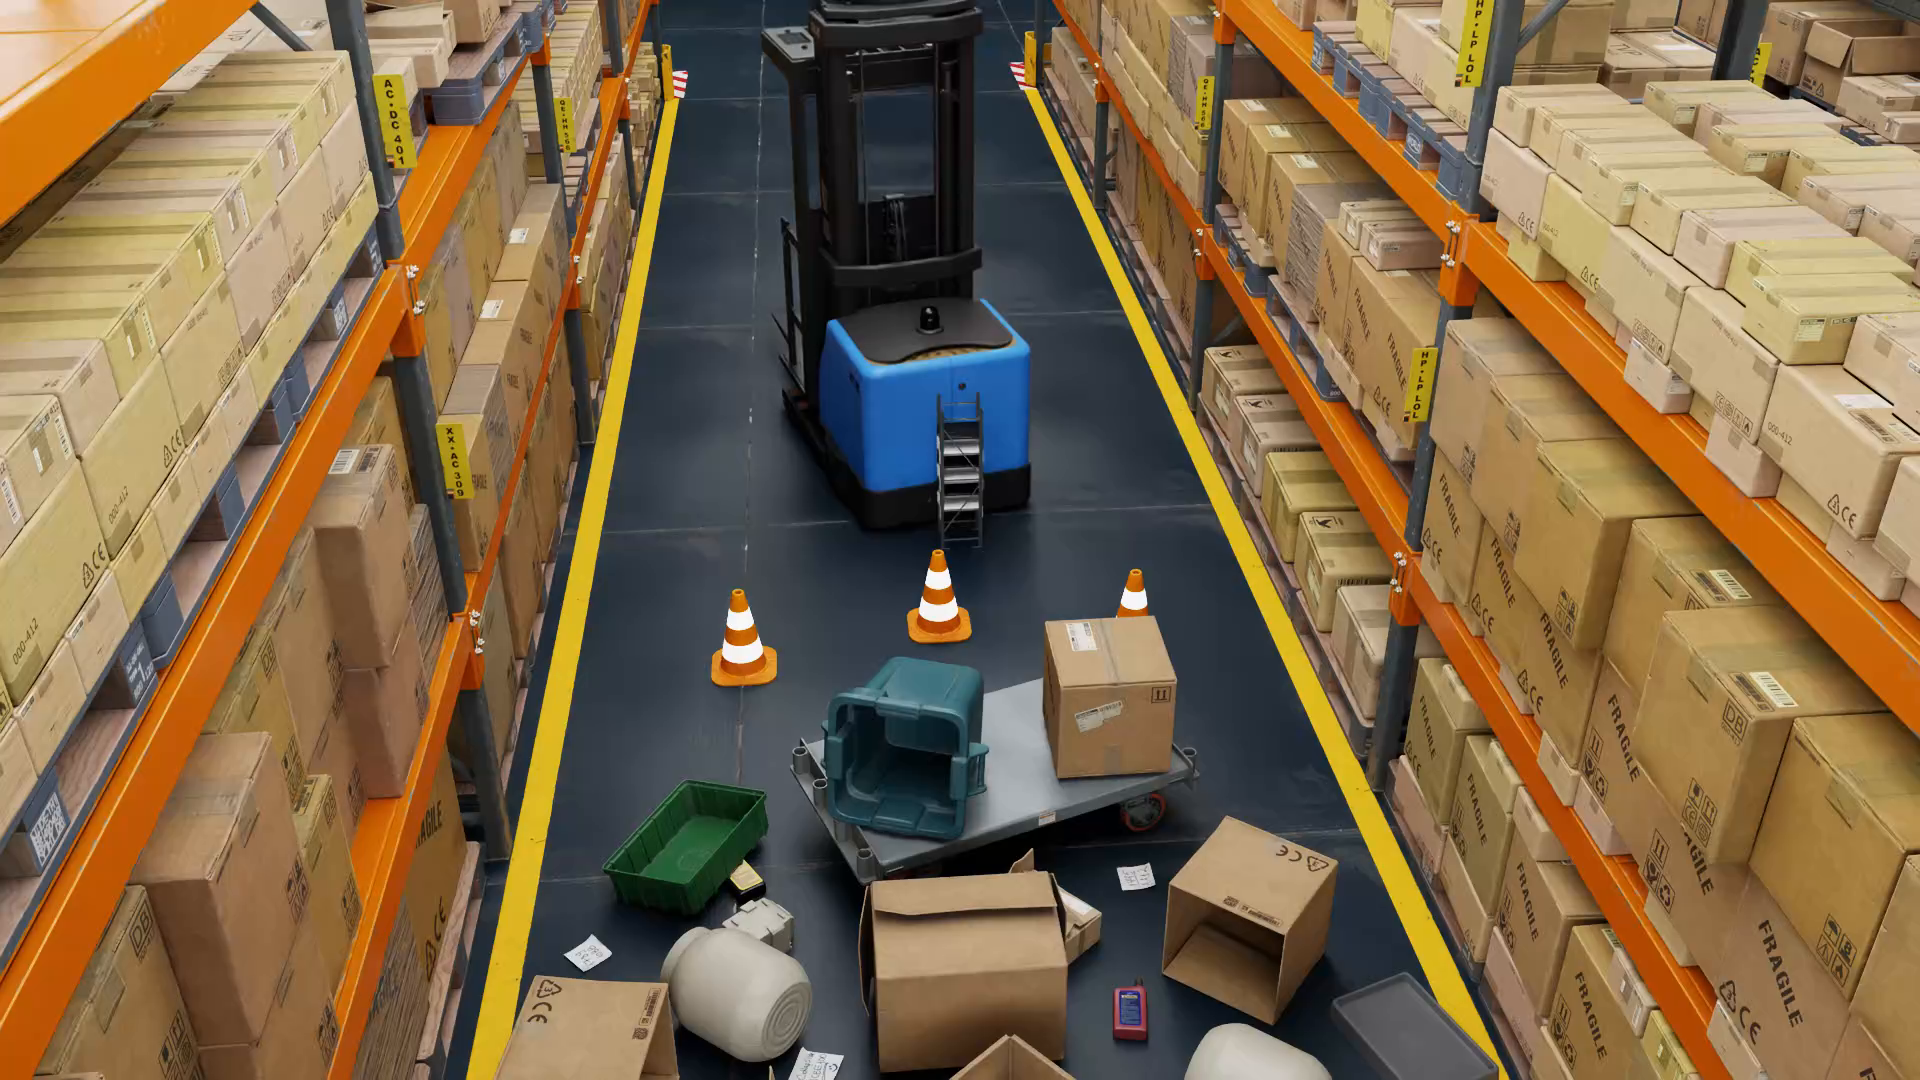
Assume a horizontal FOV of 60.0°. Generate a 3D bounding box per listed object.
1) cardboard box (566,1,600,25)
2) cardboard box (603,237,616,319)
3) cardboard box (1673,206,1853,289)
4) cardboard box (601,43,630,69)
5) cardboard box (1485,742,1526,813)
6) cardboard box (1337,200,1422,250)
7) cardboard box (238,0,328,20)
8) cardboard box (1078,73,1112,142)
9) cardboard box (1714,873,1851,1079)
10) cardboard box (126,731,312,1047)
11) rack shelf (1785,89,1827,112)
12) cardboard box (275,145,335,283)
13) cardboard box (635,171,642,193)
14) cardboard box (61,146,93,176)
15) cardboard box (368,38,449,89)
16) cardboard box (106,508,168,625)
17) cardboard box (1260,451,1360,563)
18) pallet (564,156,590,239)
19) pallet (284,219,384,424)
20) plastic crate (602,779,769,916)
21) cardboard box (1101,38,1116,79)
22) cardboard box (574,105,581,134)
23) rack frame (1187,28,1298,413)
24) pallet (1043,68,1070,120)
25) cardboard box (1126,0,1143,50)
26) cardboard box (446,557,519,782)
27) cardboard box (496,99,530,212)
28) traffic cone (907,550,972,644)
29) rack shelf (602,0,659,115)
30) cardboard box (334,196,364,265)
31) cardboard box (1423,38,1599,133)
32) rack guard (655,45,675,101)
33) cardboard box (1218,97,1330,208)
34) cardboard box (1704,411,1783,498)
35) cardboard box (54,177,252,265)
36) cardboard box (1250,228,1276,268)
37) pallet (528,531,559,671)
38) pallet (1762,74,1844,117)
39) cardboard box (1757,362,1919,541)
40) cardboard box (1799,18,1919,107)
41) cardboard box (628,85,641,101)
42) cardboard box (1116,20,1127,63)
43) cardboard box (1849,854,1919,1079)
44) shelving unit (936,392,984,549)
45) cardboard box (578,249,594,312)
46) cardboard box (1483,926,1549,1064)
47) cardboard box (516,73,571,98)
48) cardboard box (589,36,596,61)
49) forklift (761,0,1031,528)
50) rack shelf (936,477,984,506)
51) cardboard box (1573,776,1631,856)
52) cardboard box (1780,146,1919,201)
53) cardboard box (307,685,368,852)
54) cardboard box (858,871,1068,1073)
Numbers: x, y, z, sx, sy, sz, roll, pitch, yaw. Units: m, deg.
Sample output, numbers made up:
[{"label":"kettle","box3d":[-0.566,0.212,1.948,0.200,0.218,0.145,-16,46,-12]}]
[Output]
[{"label":"cardboard box","box3d":[-3.014,-4.086,12.922,0.380,0.149,0.250,-1,31,-2]},{"label":"cardboard box","box3d":[-2.788,-1.911,12.052,0.500,0.500,0.500,-4,31,-6]},{"label":"cardboard box","box3d":[2.301,-0.842,4.777,0.380,0.149,0.250,-3,31,-5]},{"label":"cardboard box","box3d":[-2.947,-4.007,13.778,0.380,0.149,0.250,-2,31,-3]},{"label":"cardboard box","box3d":[2.208,0.884,6.252,0.380,0.149,0.250,-2,31,-3]},{"label":"cardboard box","box3d":[2.026,-1.503,7.911,0.380,0.149,0.250,-4,31,-7]},{"label":"cardboard box","box3d":[-2.882,-2.227,7.208,0.500,0.311,0.500,-4,31,-6]},{"label":"cardboard box","box3d":[1.637,-4.106,15.788,0.875,0.438,0.875,-4,31,-6]},{"label":"cardboard box","box3d":[2.427,1.193,4.440,0.500,0.500,0.500,-3,31,-4]},{"label":"cardboard box","box3d":[-2.182,0.884,4.145,0.875,0.550,0.550,-3,31,-5]},{"label":"rack shelf","box3d":[6.801,-3.153,12.805,1.077,0.370,4.000,-3,31,-5]},{"label":"cardboard box","box3d":[-2.150,-0.947,4.834,0.500,0.250,0.500,-3,31,-5]},{"label":"cardboard box","box3d":[-2.960,-3.112,14.405,0.380,0.149,0.250,-4,31,-7]},{"label":"cardboard box","box3d":[-2.755,-1.154,4.791,0.380,0.149,0.250,-3,31,-5]},{"label":"cardboard box","box3d":[-2.371,-2.001,6.987,0.380,0.149,0.250,-3,31,-5]},{"label":"cardboard box","box3d":[-1.933,0.063,3.532,0.380,0.149,0.250,-3,31,-4]},{"label":"cardboard box","box3d":[2.231,-0.200,9.313,0.950,0.372,0.625,-2,31,-3]},{"label":"pallet","box3d":[-3.045,-2.188,10.676,1.213,0.211,1.003,-3,31,-5]},{"label":"pallet","box3d":[-2.433,-0.701,5.160,1.003,0.211,1.213,-3,31,-5]},{"label":"plastic crate","box3d":[-1.178,1.339,7.270,0.450,0.188,0.662,4,30,26]},{"label":"cardboard box","box3d":[1.451,-3.941,13.569,0.500,0.250,0.500,-3,31,-6]},{"label":"cardboard box","box3d":[-2.839,-2.899,11.514,0.380,0.149,0.250,-2,31,-4]},{"label":"rack frame","box3d":[2.046,-2.201,10.509,1.000,3.000,0.127,-3,31,-5]},{"label":"pallet","box3d":[1.452,-4.683,17.385,1.003,0.211,1.213,-3,31,-5]},{"label":"cardboard box","box3d":[1.547,-3.962,12.386,0.500,0.500,0.500,-3,31,-6]},{"label":"cardboard box","box3d":[-2.646,0.603,7.599,1.050,0.750,0.750,-3,31,-5]},{"label":"cardboard box","box3d":[-2.841,-2.154,9.359,0.700,0.500,0.500,-3,31,-5]},{"label":"traffic cone","box3d":[-0.112,0.264,8.856,0.336,0.463,0.334,-3,31,-5]},{"label":"rack shelf","box3d":[-3.433,-4.666,15.339,1.077,0.370,4.000,-3,31,-5]},{"label":"cardboard box","box3d":[-2.123,-0.974,5.268,0.380,0.149,0.250,-2,31,-4]},{"label":"cardboard box","box3d":[2.221,-1.853,6.739,0.500,0.250,0.500,-3,31,-6]},{"label":"rack guard","box3d":[-3.613,-4.884,17.440,1.175,0.500,0.348,-3,31,-5]},{"label":"cardboard box","box3d":[1.858,-2.311,9.896,0.500,0.500,0.500,-4,31,-6]},{"label":"cardboard box","box3d":[2.294,-0.247,4.558,0.380,0.149,0.250,-3,31,-5]},{"label":"cardboard box","box3d":[-2.030,-0.799,4.198,0.380,0.149,0.250,-3,31,-5]},{"label":"cardboard box","box3d":[1.869,-1.669,9.455,0.380,0.149,0.250,-3,31,-4]},{"label":"pallet","box3d":[-2.763,0.313,9.021,1.003,0.211,1.213,-3,31,-5]},{"label":"pallet","box3d":[6.802,-3.351,12.622,1.003,0.211,1.213,-3,31,-5]},{"label":"cardboard box","box3d":[2.379,-0.237,4.153,0.500,0.250,0.500,-2,31,-3]},{"label":"cardboard box","box3d":[6.651,-3.490,12.157,0.797,0.503,0.637,-3,31,-6]},{"label":"cardboard box","box3d":[-3.193,-4.151,15.565,0.380,0.149,0.250,-3,31,-4]},{"label":"cardboard box","box3d":[1.510,-3.890,12.996,0.500,0.250,0.500,-2,31,-4]},{"label":"cardboard box","box3d":[2.529,1.033,3.732,0.700,0.500,0.500,-3,31,-6]},{"label":"shelving unit","box3d":[-0.001,-0.390,9.526,0.258,0.900,0.210,-3,31,-5]},{"label":"cardboard box","box3d":[-2.696,-1.705,10.976,0.500,0.250,0.500,-4,31,-7]},{"label":"cardboard box","box3d":[2.320,1.699,6.253,0.500,0.250,0.500,-3,31,-5]},{"label":"cardboard box","box3d":[-2.820,-3.021,11.138,0.380,0.149,0.250,-1,31,-2]},{"label":"cardboard box","box3d":[-2.966,-3.699,12.564,0.380,0.149,0.250,-1,31,-2]},{"label":"forklift","box3d":[-0.548,-2.073,10.362,1.130,2.935,3.031,-10,32,-17]},{"label":"rack shelf","box3d":[-0.001,-0.285,9.589,0.258,0.077,0.200,-3,31,-5]},{"label":"cardboard box","box3d":[2.292,0.906,5.552,0.380,0.149,0.250,-3,31,-5]},{"label":"cardboard box","box3d":[2.858,-1.137,5.271,0.380,0.149,0.250,-2,31,-3]},{"label":"cardboard box","box3d":[-2.445,0.815,5.315,0.875,0.550,0.550,-3,31,-5]},{"label":"cardboard box","box3d":[0.013,1.645,6.374,0.797,0.637,0.503,-3,31,-5]}]
